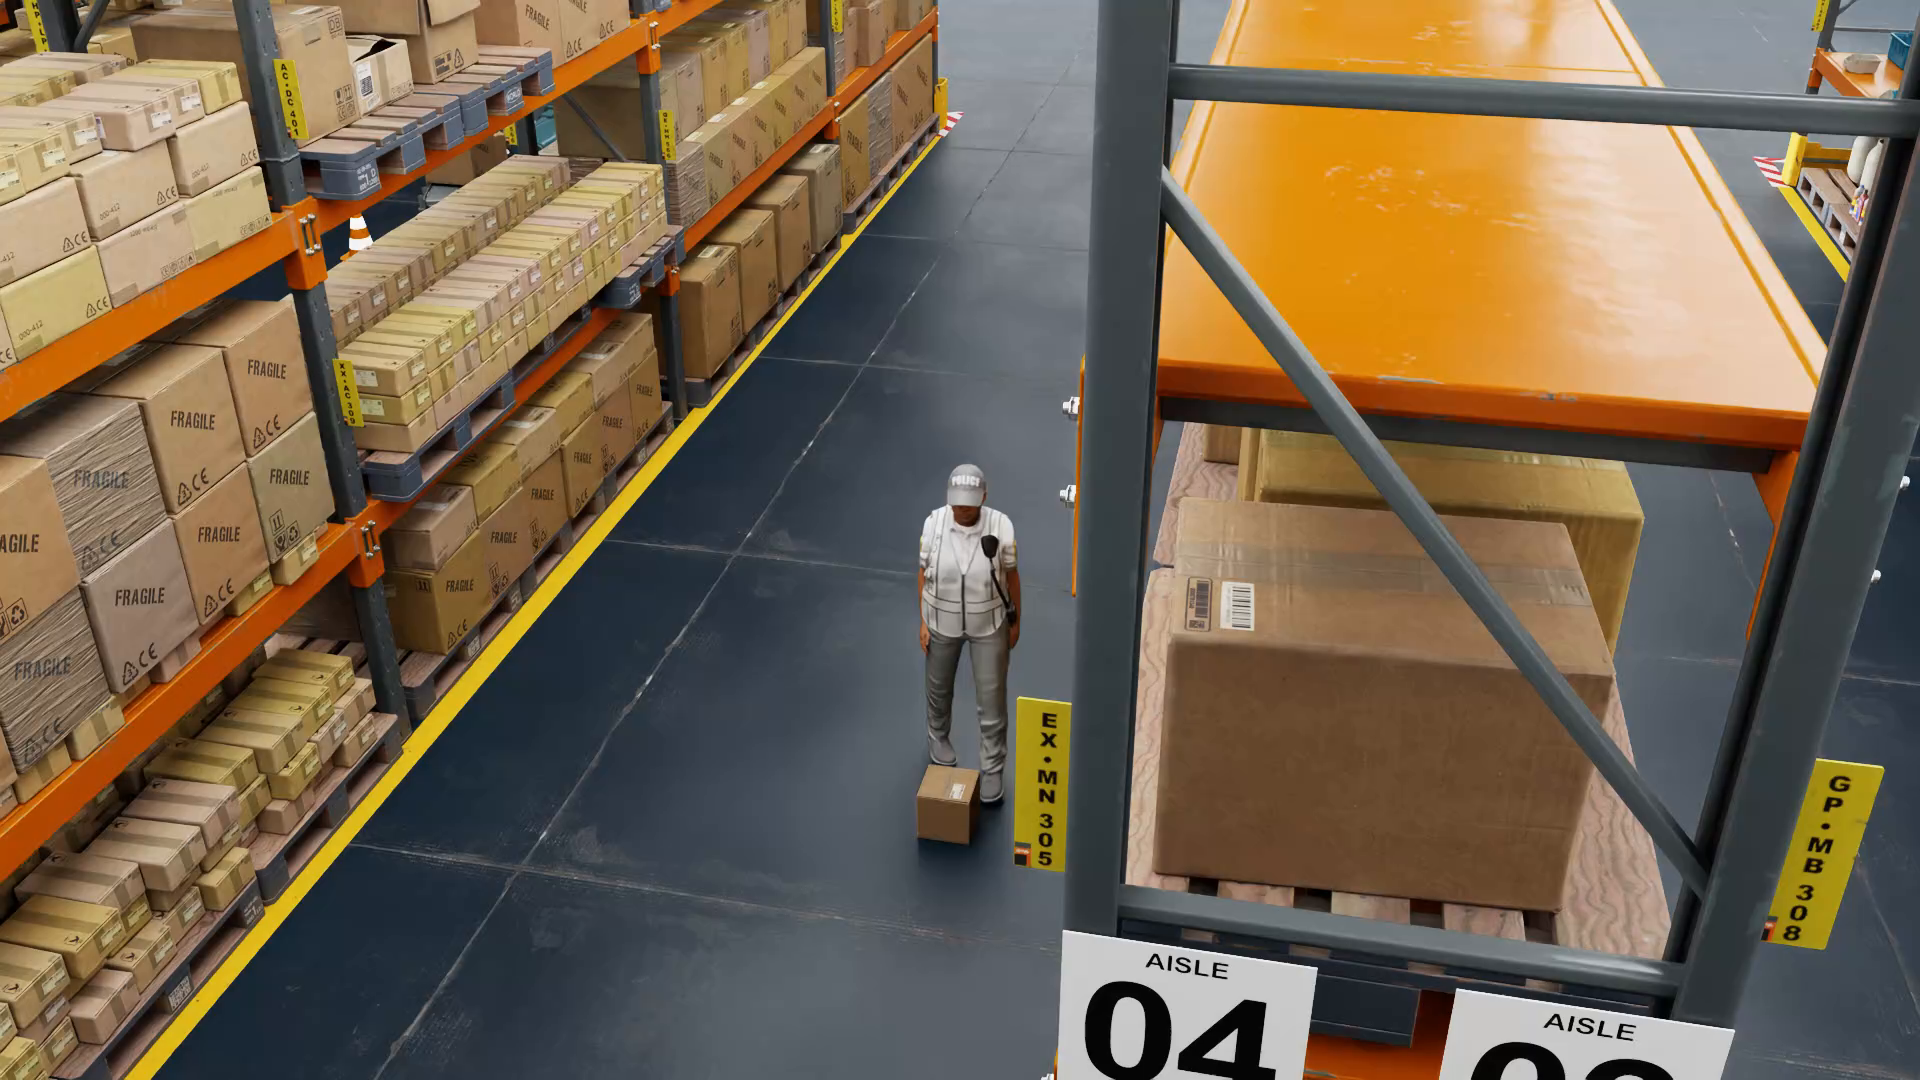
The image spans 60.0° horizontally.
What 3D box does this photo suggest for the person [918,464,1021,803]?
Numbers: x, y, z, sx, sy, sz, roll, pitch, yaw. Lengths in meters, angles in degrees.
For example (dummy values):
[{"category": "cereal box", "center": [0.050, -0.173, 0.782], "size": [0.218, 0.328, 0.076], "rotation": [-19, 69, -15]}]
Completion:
[{"category": "person", "center": [0.039, 0.421, 7.853], "size": [0.487, 1.673, 0.583], "rotation": [2, 29, 4]}]
